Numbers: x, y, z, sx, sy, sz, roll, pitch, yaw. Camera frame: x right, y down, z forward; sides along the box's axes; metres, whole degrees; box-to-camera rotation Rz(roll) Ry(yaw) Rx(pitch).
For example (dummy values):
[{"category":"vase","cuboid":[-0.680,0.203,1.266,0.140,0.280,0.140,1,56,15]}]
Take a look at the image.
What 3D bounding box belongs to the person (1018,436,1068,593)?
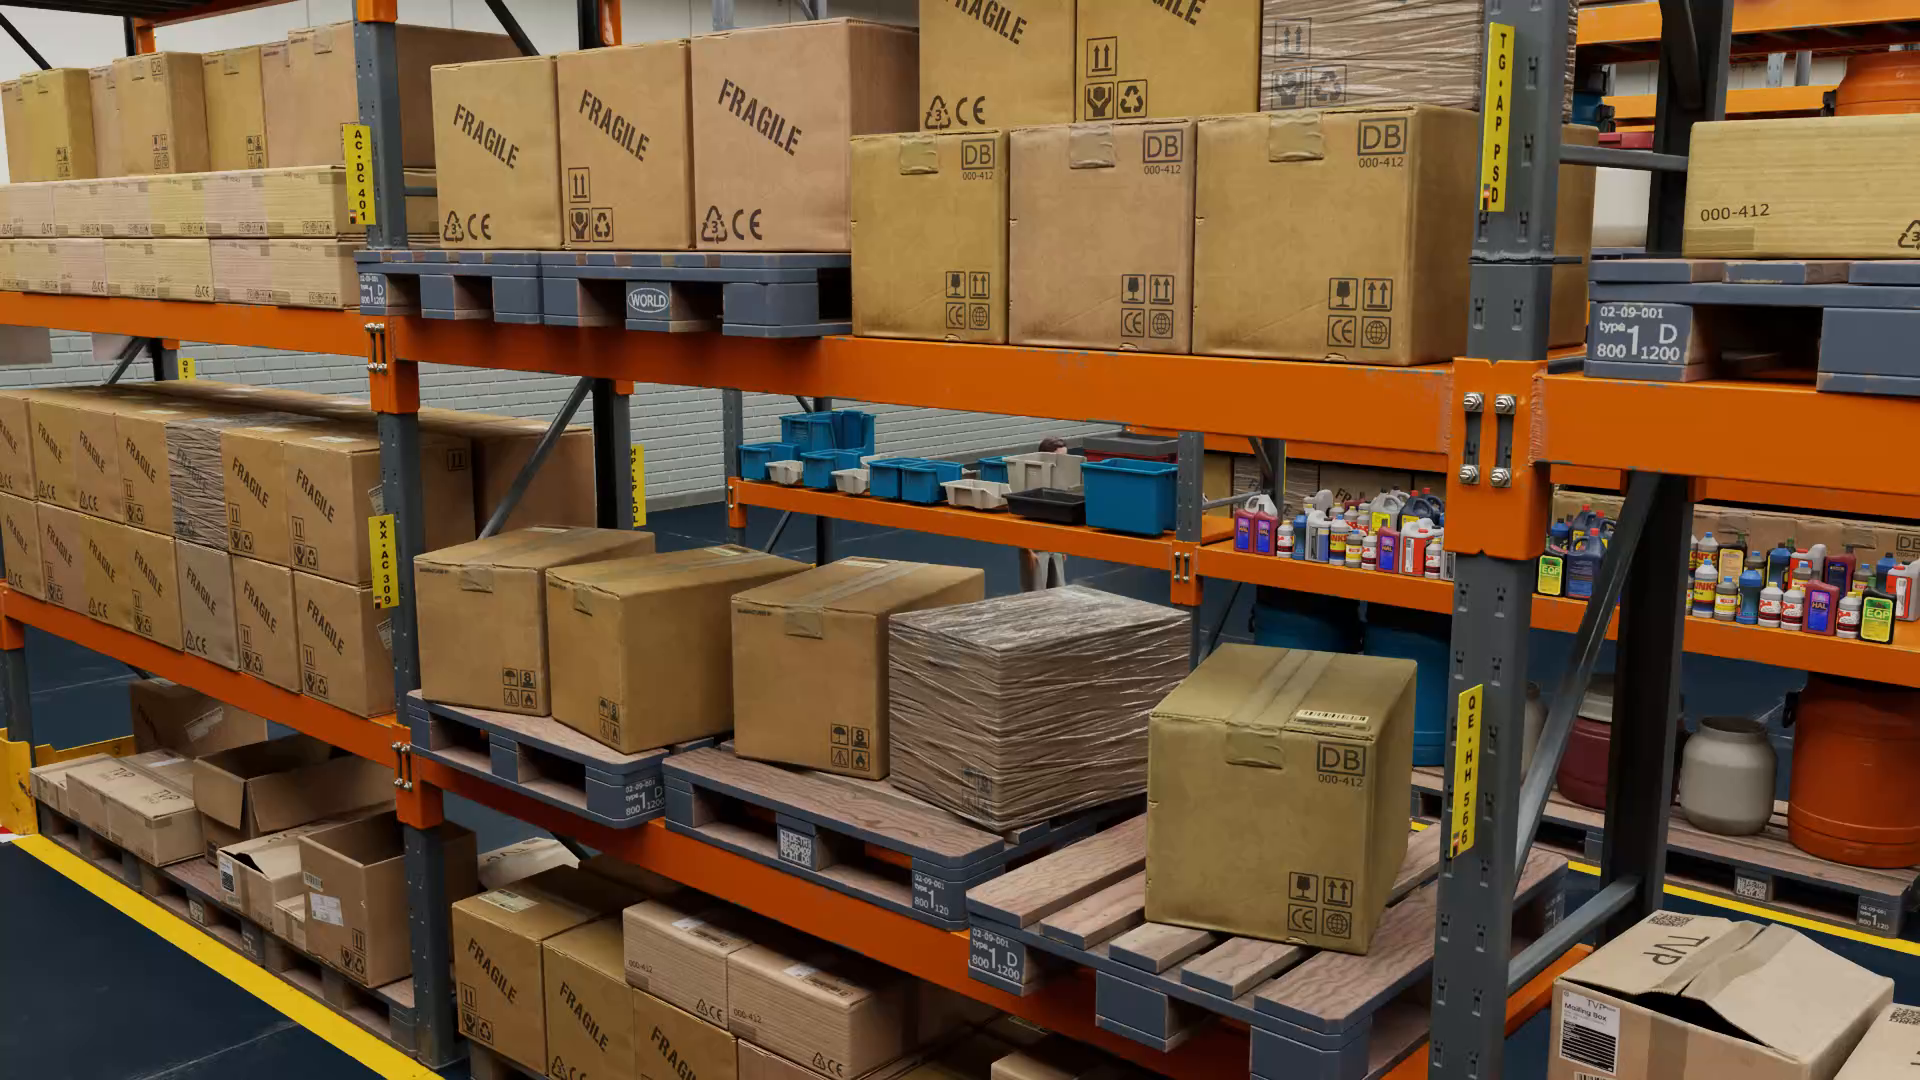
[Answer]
[{"category":"person","cuboid":[0.605,0.084,11.950,0.360,1.672,0.514,8,13,37]}]
